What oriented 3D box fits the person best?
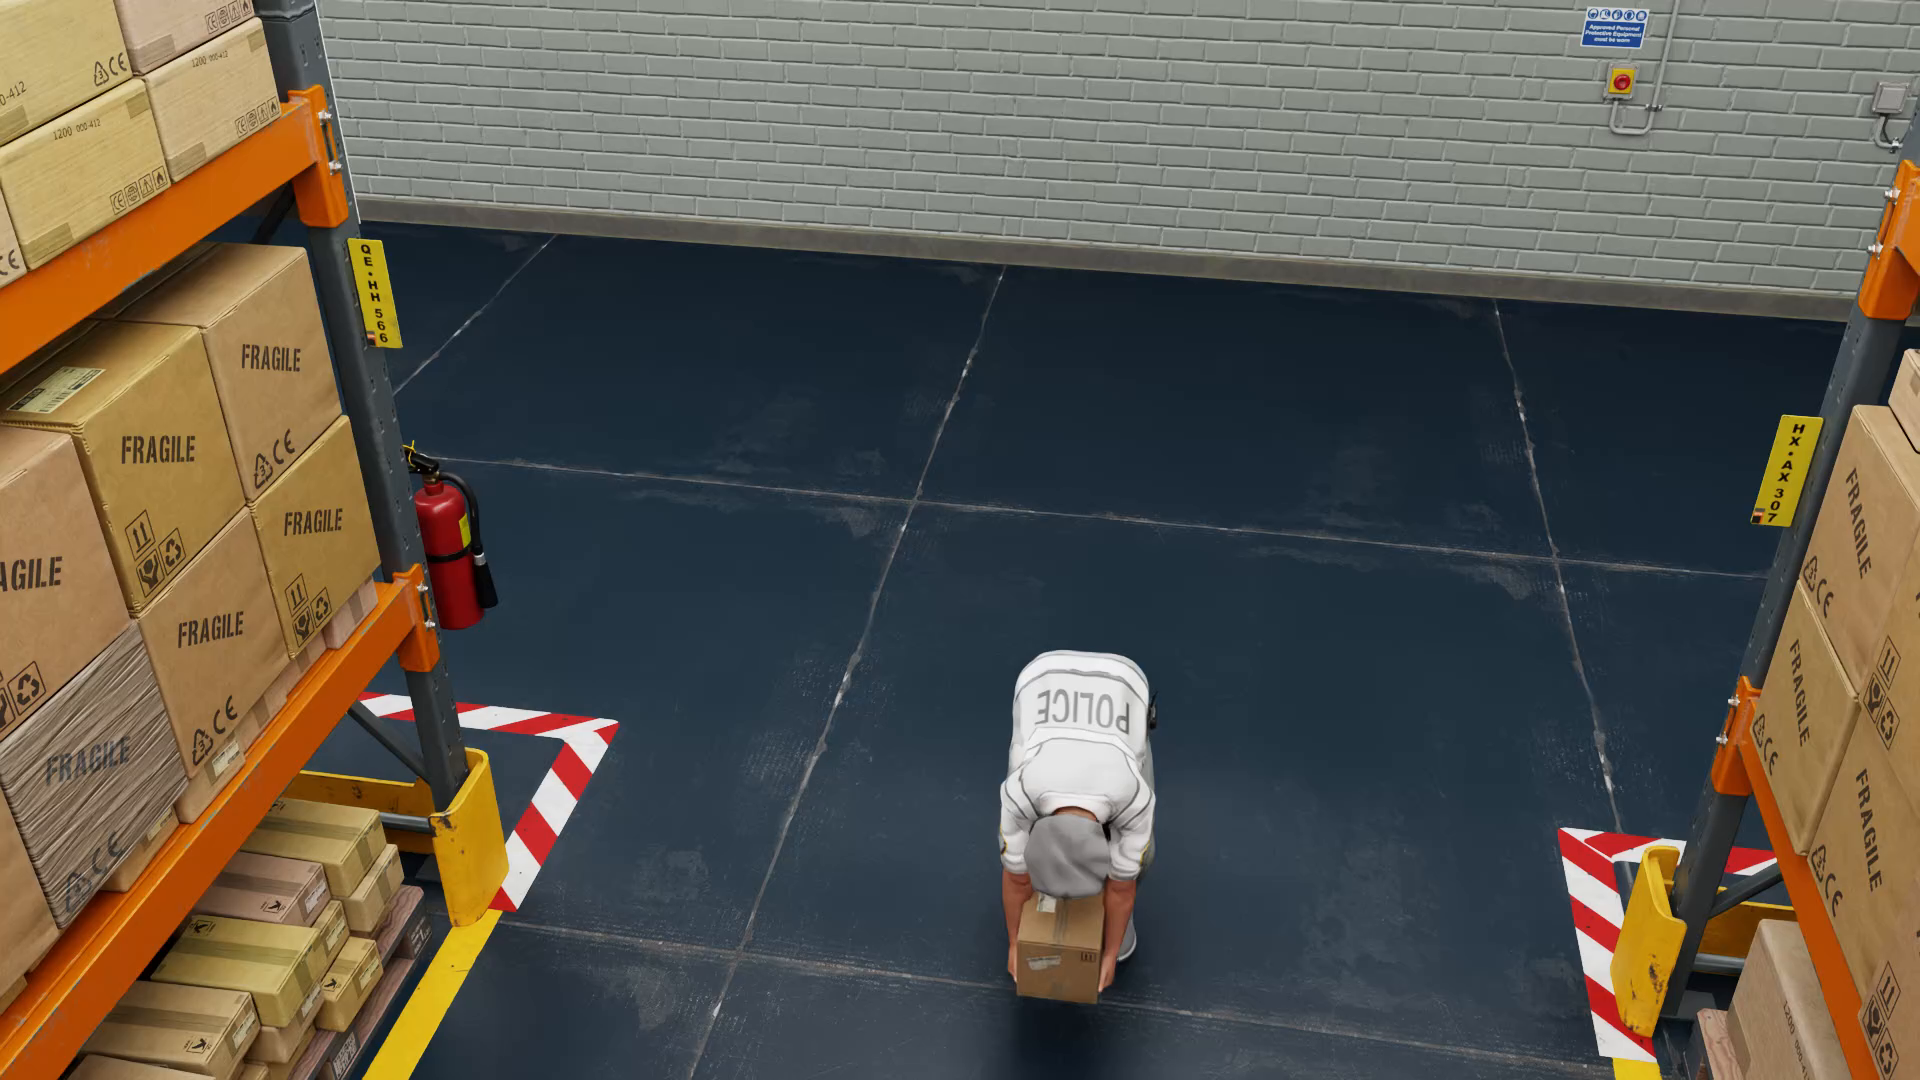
[{"bbox_3d":[0.357,0.976,5.203,0.509,1.091,1.045,4,32,6],"label":"person"}]
